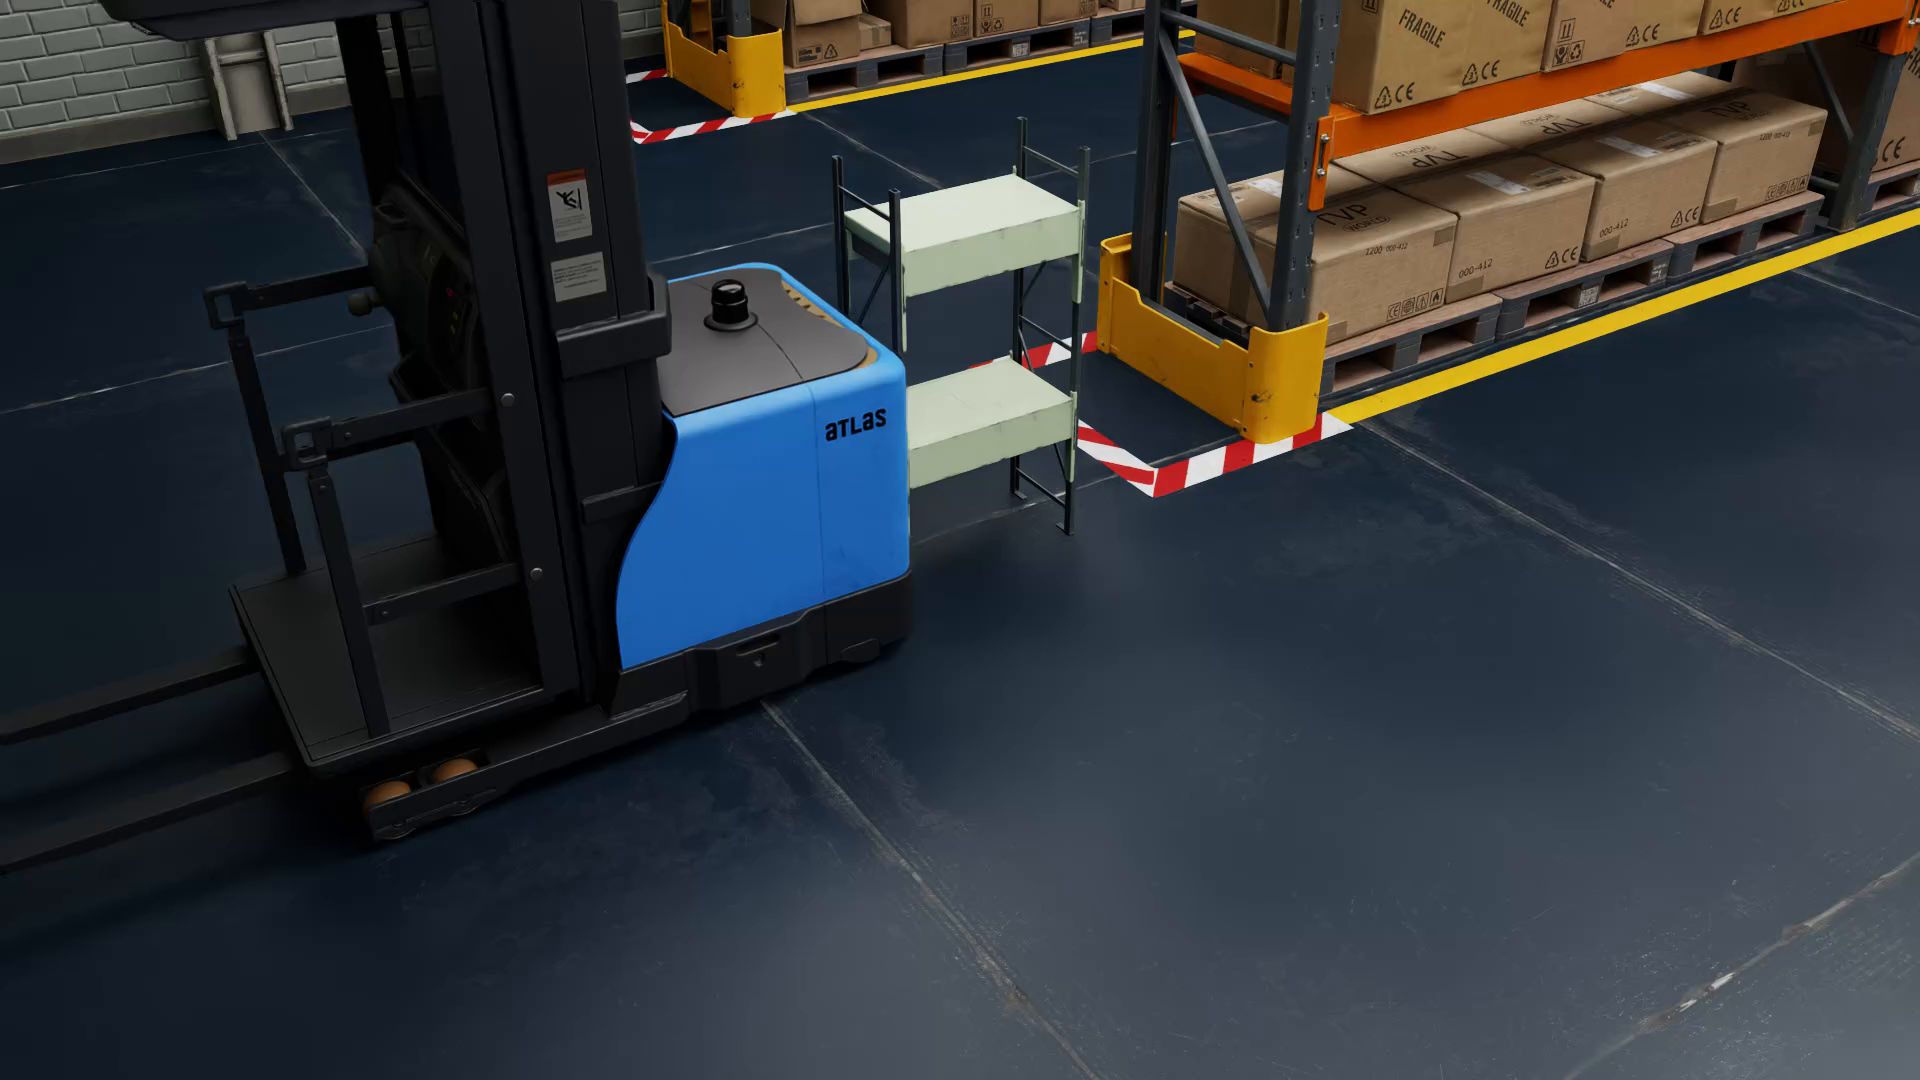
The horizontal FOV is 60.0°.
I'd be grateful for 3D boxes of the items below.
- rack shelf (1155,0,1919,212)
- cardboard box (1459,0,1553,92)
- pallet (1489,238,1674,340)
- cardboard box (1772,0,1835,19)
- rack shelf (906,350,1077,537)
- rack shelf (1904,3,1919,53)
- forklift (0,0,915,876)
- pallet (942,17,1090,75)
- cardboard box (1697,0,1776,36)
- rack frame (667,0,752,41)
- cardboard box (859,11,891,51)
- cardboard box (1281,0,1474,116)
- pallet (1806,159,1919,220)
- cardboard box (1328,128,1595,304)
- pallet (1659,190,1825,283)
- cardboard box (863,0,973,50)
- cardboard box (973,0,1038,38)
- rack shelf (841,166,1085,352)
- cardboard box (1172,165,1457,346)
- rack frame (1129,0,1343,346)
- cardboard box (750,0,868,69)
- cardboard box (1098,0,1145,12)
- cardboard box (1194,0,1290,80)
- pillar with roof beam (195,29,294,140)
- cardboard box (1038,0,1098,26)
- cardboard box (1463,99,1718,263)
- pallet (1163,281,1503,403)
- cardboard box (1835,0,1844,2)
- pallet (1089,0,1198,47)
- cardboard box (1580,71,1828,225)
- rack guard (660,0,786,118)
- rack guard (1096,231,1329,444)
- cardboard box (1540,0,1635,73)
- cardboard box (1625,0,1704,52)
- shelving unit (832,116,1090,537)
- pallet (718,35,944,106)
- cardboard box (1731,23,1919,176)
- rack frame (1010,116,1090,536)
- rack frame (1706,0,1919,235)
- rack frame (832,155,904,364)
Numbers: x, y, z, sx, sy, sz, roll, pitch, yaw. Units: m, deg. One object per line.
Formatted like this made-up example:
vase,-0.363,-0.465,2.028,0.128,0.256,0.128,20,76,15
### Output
rack shelf,2.765,-2.243,7.669,4.000,0.370,1.077,-19,37,-27
cardboard box,2.053,-2.180,6.801,0.500,0.500,0.500,-20,37,-28
pallet,2.738,-1.407,8.282,1.213,0.211,1.003,-19,37,-27
cardboard box,3.765,-2.768,7.733,0.500,0.500,0.500,-20,37,-28
rack shelf,0.006,-0.361,6.027,0.720,0.370,0.431,-19,37,-27
rack shelf,6.127,-3.400,9.502,4.000,0.370,1.077,-19,37,-27
forklift,-1.678,-0.688,4.593,3.031,2.935,1.130,-18,37,-26
pallet,0.149,-3.618,11.788,1.213,0.211,1.003,-19,37,-27
cardboard box,3.350,-2.616,7.492,0.500,0.500,0.500,-20,37,-28
rack frame,-1.609,-4.194,10.087,0.127,3.000,1.000,-19,37,-27
cardboard box,-0.665,-3.406,11.116,0.250,0.149,0.380,-21,38,-29
cardboard box,1.643,-2.022,6.550,0.500,0.500,0.500,-19,37,-28
pallet,5.054,-2.203,9.545,1.213,0.211,1.003,-19,37,-27
cardboard box,2.349,-1.567,7.931,0.875,0.438,0.875,-18,36,-26
pallet,3.764,-1.762,8.845,1.213,0.211,1.003,-19,37,-27
cardboard box,-0.304,-3.679,11.219,0.500,0.500,0.700,-17,36,-25
cardboard box,0.195,-3.787,11.391,0.500,0.500,0.500,-18,37,-26
rack shelf,0.006,-0.966,5.645,0.720,0.370,0.431,-19,37,-27
cardboard box,1.584,-1.299,7.506,0.875,0.438,0.875,-20,38,-29
rack frame,1.084,-1.969,6.561,0.127,3.000,1.000,-19,37,-27
cardboard box,-1.043,-3.450,10.854,0.637,0.503,0.797,-21,38,-29
cardboard box,1.144,-3.976,11.910,0.258,0.266,0.396,-18,36,-26
cardboard box,1.346,-2.270,6.943,0.500,0.500,0.500,-19,37,-27
pillar with roof beam,-2.031,-4.426,4.832,0.400,9.000,9.100,-19,37,-27
cardboard box,0.569,-3.979,11.695,0.500,0.500,0.700,-20,38,-29
cardboard box,3.108,-1.827,8.343,0.875,0.438,0.875,-20,37,-29
pallet,1.713,-1.056,7.727,1.213,0.211,1.003,-19,37,-27
cardboard box,4.194,-2.919,7.973,0.500,0.500,0.500,-19,37,-27
pallet,1.176,-3.973,12.351,1.213,0.211,1.003,-19,37,-27
cardboard box,3.860,-2.086,8.754,0.875,0.438,0.875,-20,37,-28
rack guard,-1.545,-3.159,10.789,0.348,0.500,1.175,-19,37,-27
rack guard,1.064,-0.905,7.217,0.348,0.500,1.175,-19,37,-27
cardboard box,2.490,-2.319,7.022,0.500,0.500,0.500,-19,37,-28
cardboard box,2.902,-2.472,7.263,0.500,0.500,0.500,-18,36,-26
shelving unit,0.006,-0.636,5.853,0.755,1.500,0.431,-19,37,-27
pallet,-0.875,-3.268,11.232,1.213,0.211,1.003,-19,37,-27
cardboard box,4.924,-2.620,9.189,0.875,0.875,0.875,-18,36,-26
rack frame,0.313,-0.742,6.021,0.023,1.500,0.400,-19,37,-27
rack frame,4.446,-3.126,8.394,0.127,3.000,1.000,-19,37,-27
rack frame,-0.302,-0.530,5.685,0.023,1.500,0.400,-19,37,-27
